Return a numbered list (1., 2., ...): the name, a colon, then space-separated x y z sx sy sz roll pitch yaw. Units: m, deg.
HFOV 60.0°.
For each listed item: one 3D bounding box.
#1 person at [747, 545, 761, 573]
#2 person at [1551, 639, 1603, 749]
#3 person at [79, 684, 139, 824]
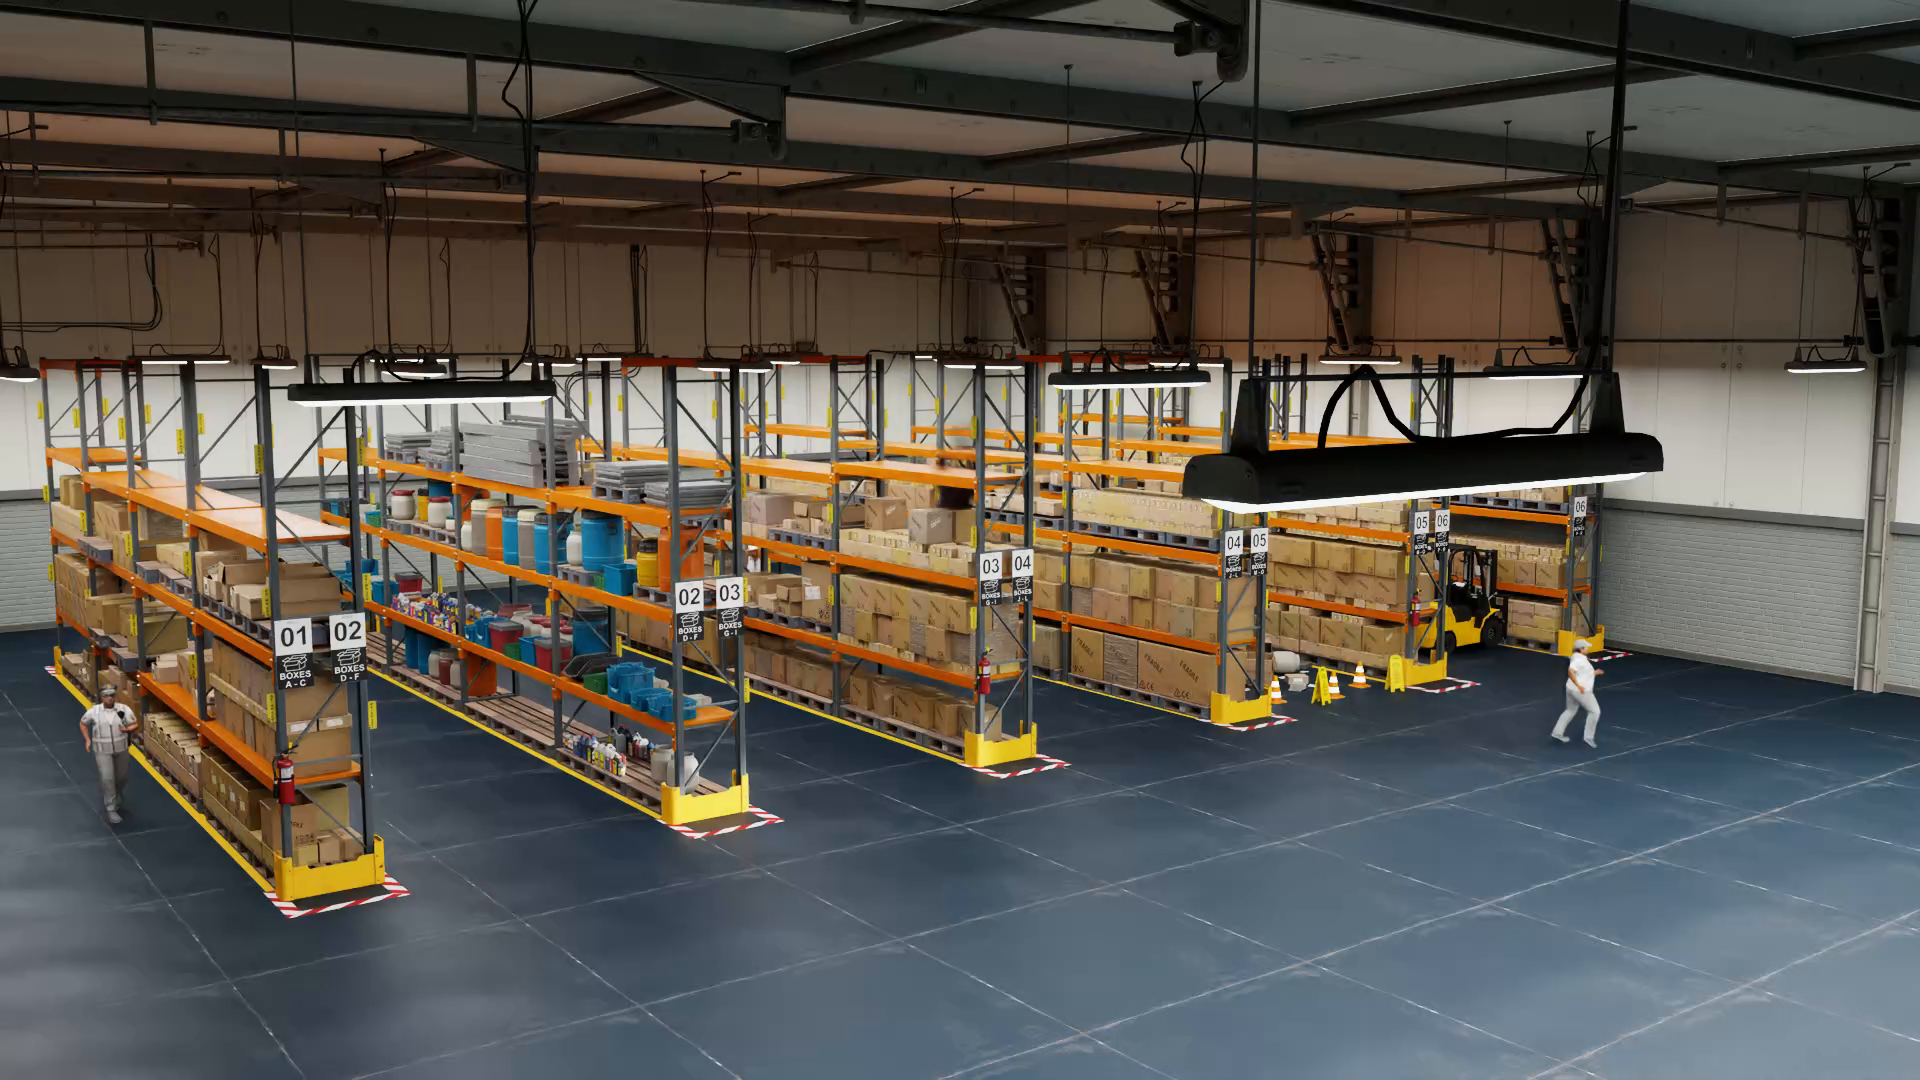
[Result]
1. person: -4.645 0.971 37.417 0.623 1.775 0.773 -4 8 -32
2. person: 9.668 2.403 25.966 0.734 1.731 0.576 0 7 1
3. person: -11.267 2.782 22.089 0.661 1.773 0.984 -5 9 -37
